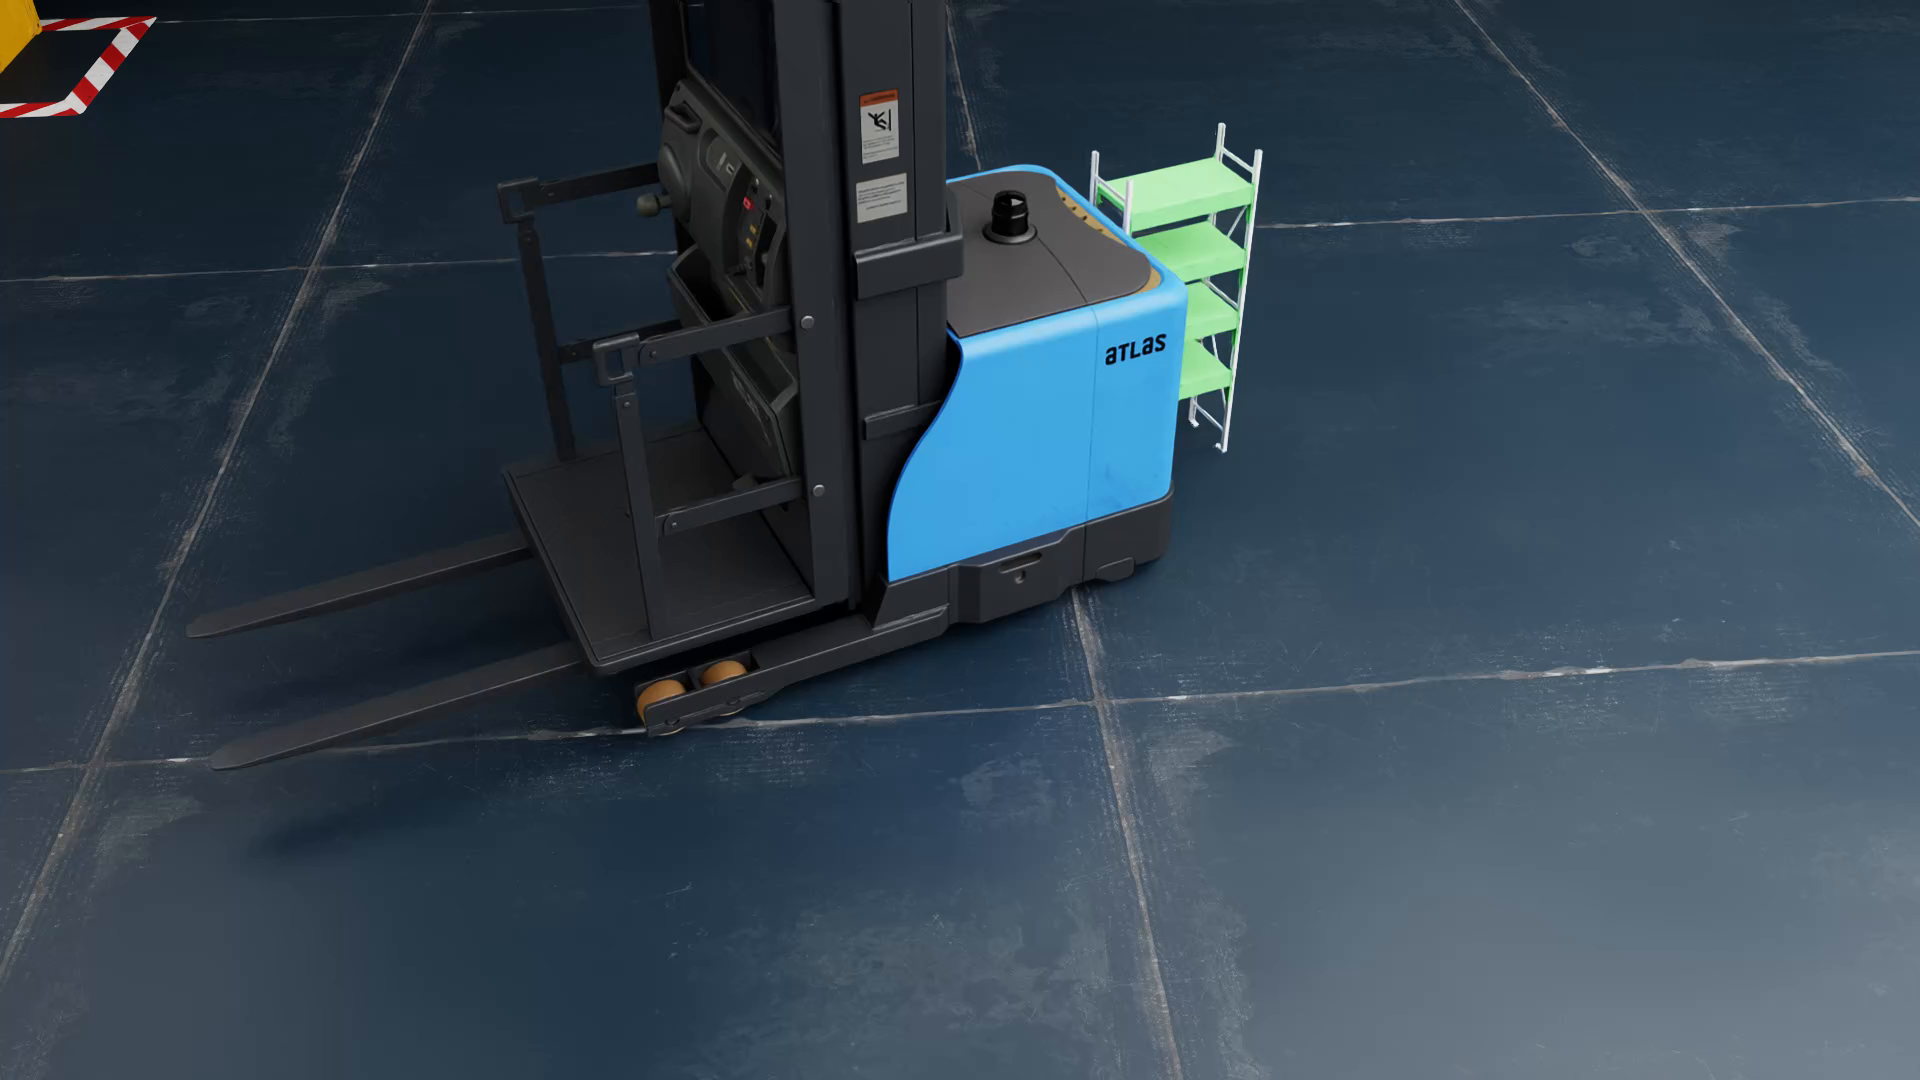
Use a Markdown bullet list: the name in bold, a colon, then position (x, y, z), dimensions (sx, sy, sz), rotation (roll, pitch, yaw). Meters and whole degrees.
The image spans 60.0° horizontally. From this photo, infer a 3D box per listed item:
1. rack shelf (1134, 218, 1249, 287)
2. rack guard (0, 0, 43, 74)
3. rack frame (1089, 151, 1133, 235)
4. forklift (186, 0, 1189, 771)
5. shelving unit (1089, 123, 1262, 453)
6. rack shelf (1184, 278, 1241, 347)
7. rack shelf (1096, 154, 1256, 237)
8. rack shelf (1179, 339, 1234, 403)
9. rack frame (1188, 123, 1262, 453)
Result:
- **rack shelf**: position (0.708, -0.934, 5.681), dimensions (0.480, 0.148, 0.258), rotation (-17, 41, -20)
- **rack guard**: position (-5.315, -2.746, 8.827), dimensions (0.348, 0.500, 1.175), rotation (-3, 38, -4)
- **rack frame**: position (0.489, -0.730, 5.706), dimensions (0.015, 1.200, 0.240), rotation (-17, 41, -20)
- **forklift**: position (-0.849, -0.938, 4.573), dimensions (3.031, 2.935, 1.130), rotation (-17, 41, -20)
- **shelving unit**: position (0.708, -0.796, 5.790), dimensions (0.503, 1.200, 0.258), rotation (-17, 41, -20)
- **rack shelf**: position (0.708, -0.746, 5.830), dimensions (0.480, 0.148, 0.258), rotation (-17, 41, -20)
- **rack shelf**: position (0.708, -1.123, 5.533), dimensions (0.480, 0.148, 0.258), rotation (-17, 41, -20)
- **rack shelf**: position (0.708, -0.558, 5.979), dimensions (0.480, 0.148, 0.258), rotation (-17, 41, -20)
- **rack frame**: position (0.928, -0.862, 5.874), dimensions (0.015, 1.200, 0.240), rotation (-17, 41, -20)
